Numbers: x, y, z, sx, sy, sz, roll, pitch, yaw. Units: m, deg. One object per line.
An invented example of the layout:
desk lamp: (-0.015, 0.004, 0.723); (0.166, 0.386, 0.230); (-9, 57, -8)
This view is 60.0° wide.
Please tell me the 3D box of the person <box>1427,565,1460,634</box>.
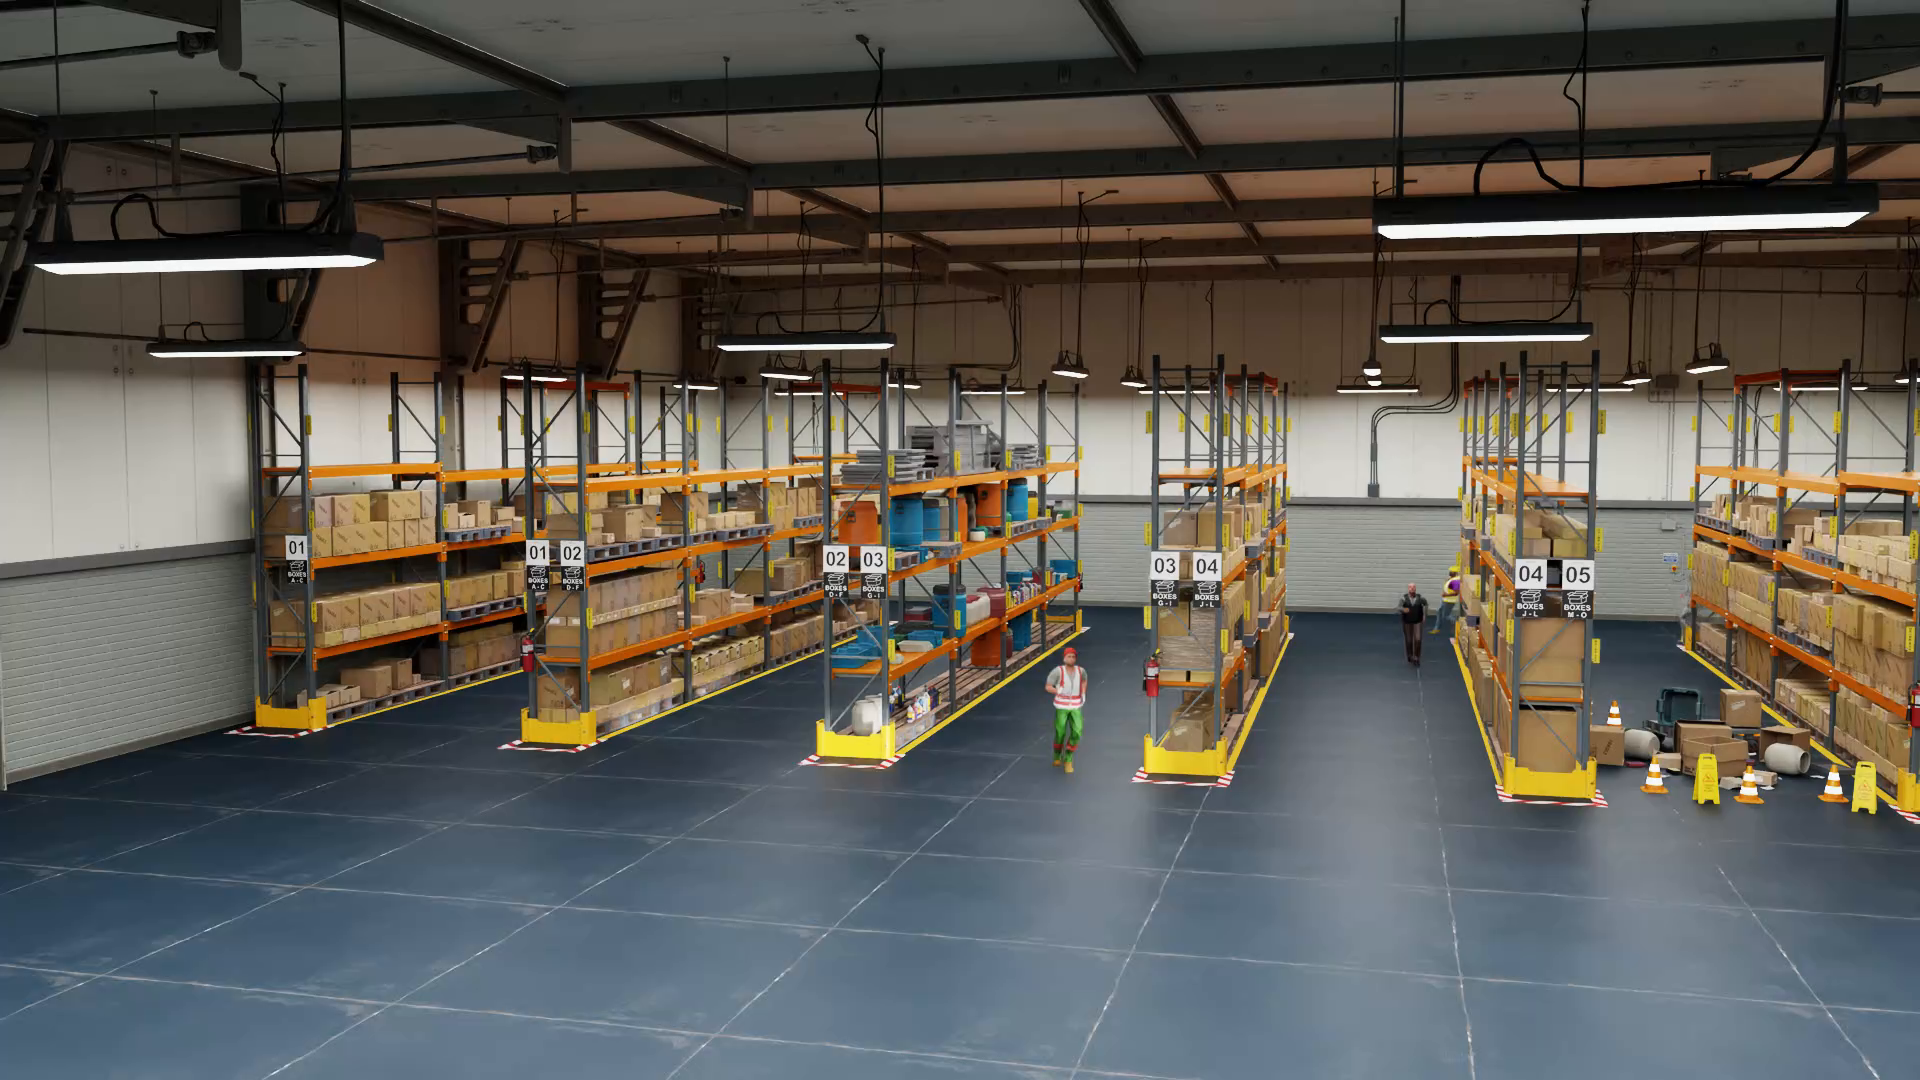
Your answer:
person: (11.536, 1.431, 39.414); (0.815, 1.700, 0.791); (1, 4, 12)

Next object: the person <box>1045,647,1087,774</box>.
person: (1.551, 2.467, 24.033); (0.651, 1.847, 0.695); (-1, 4, -10)

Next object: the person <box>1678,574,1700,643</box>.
person: (16.788, 1.572, 38.164); (0.602, 1.626, 0.543); (3, 5, 33)

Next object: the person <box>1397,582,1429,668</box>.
person: (9.395, 1.770, 34.549); (0.638, 1.784, 0.777); (1, 4, 16)
